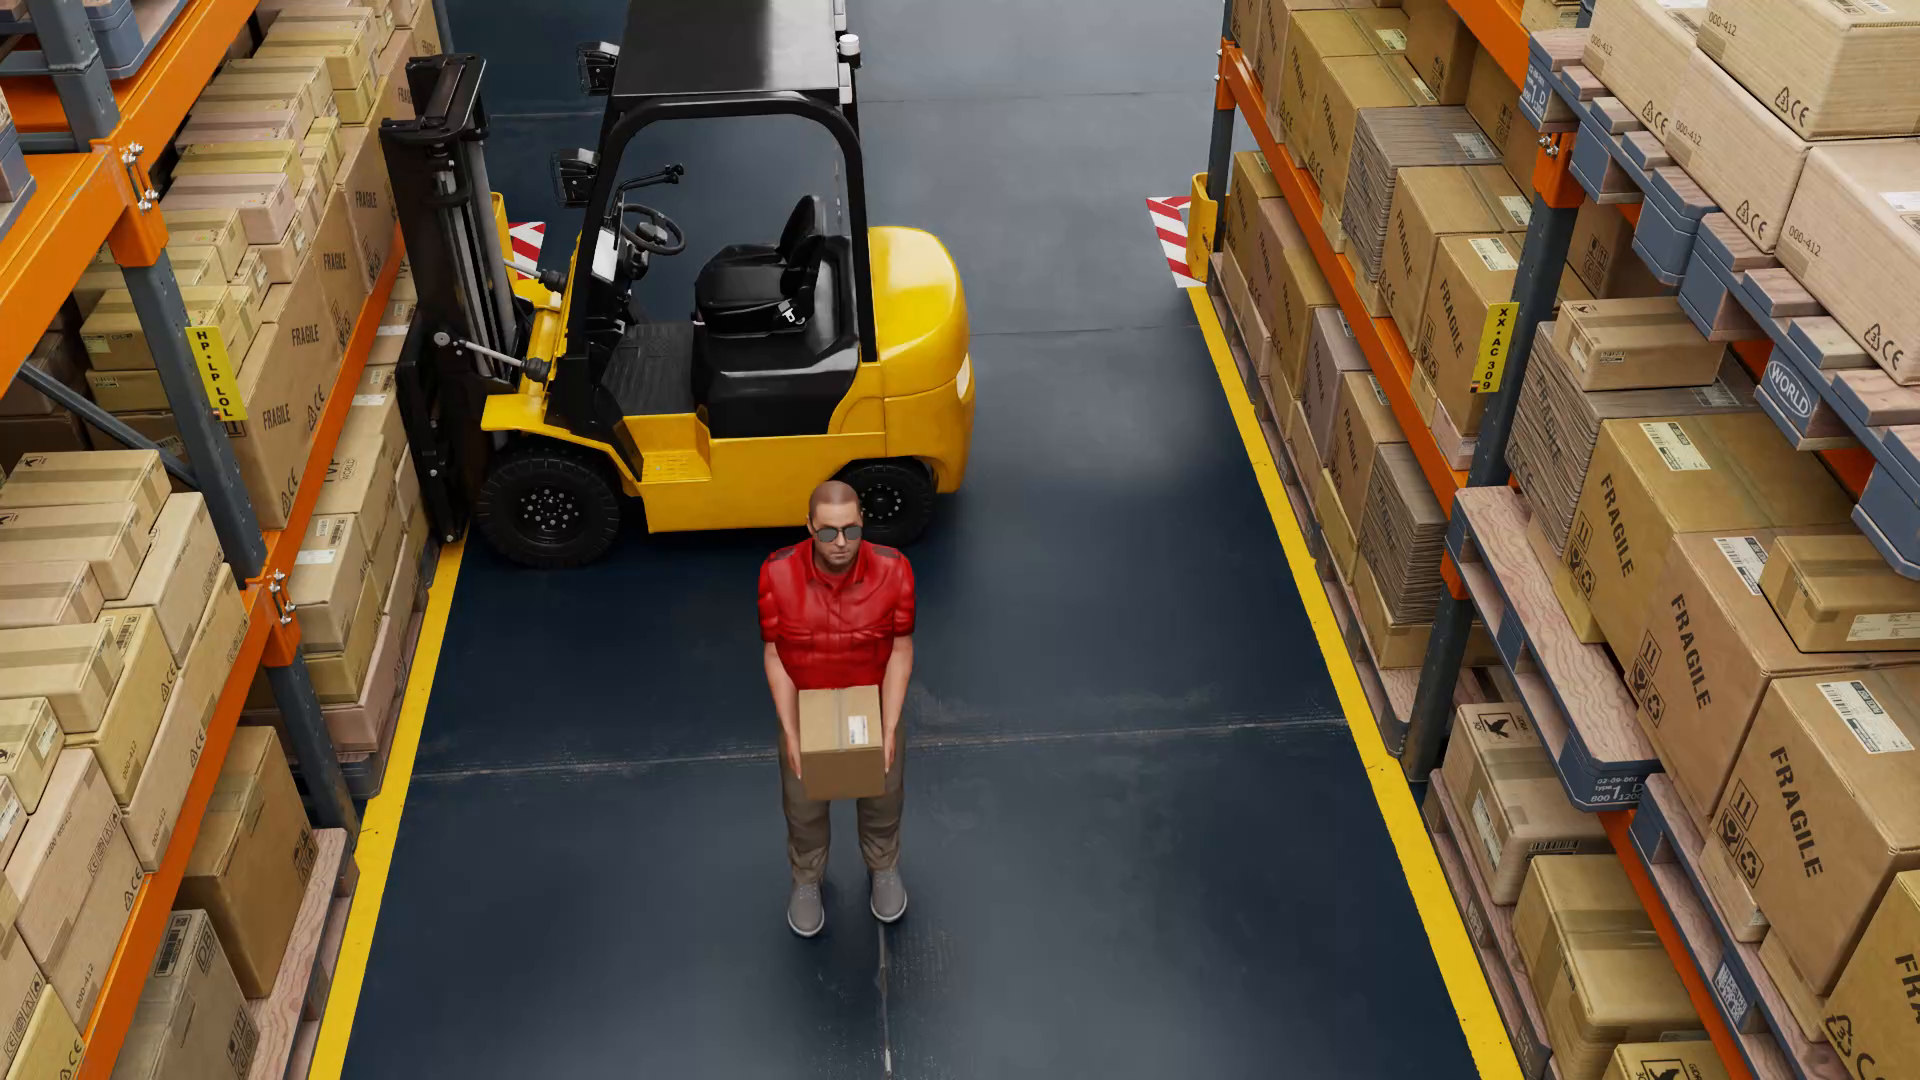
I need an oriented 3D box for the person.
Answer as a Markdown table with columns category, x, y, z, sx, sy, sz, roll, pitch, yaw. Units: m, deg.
| category | x | y | z | sx | sy | sz | roll | pitch | yaw |
| --- | --- | --- | --- | --- | --- | --- | --- | --- | --- |
| person | -0.375 | 0.612 | 5.408 | 0.503 | 1.725 | 0.525 | -3 | 39 | -4 |
